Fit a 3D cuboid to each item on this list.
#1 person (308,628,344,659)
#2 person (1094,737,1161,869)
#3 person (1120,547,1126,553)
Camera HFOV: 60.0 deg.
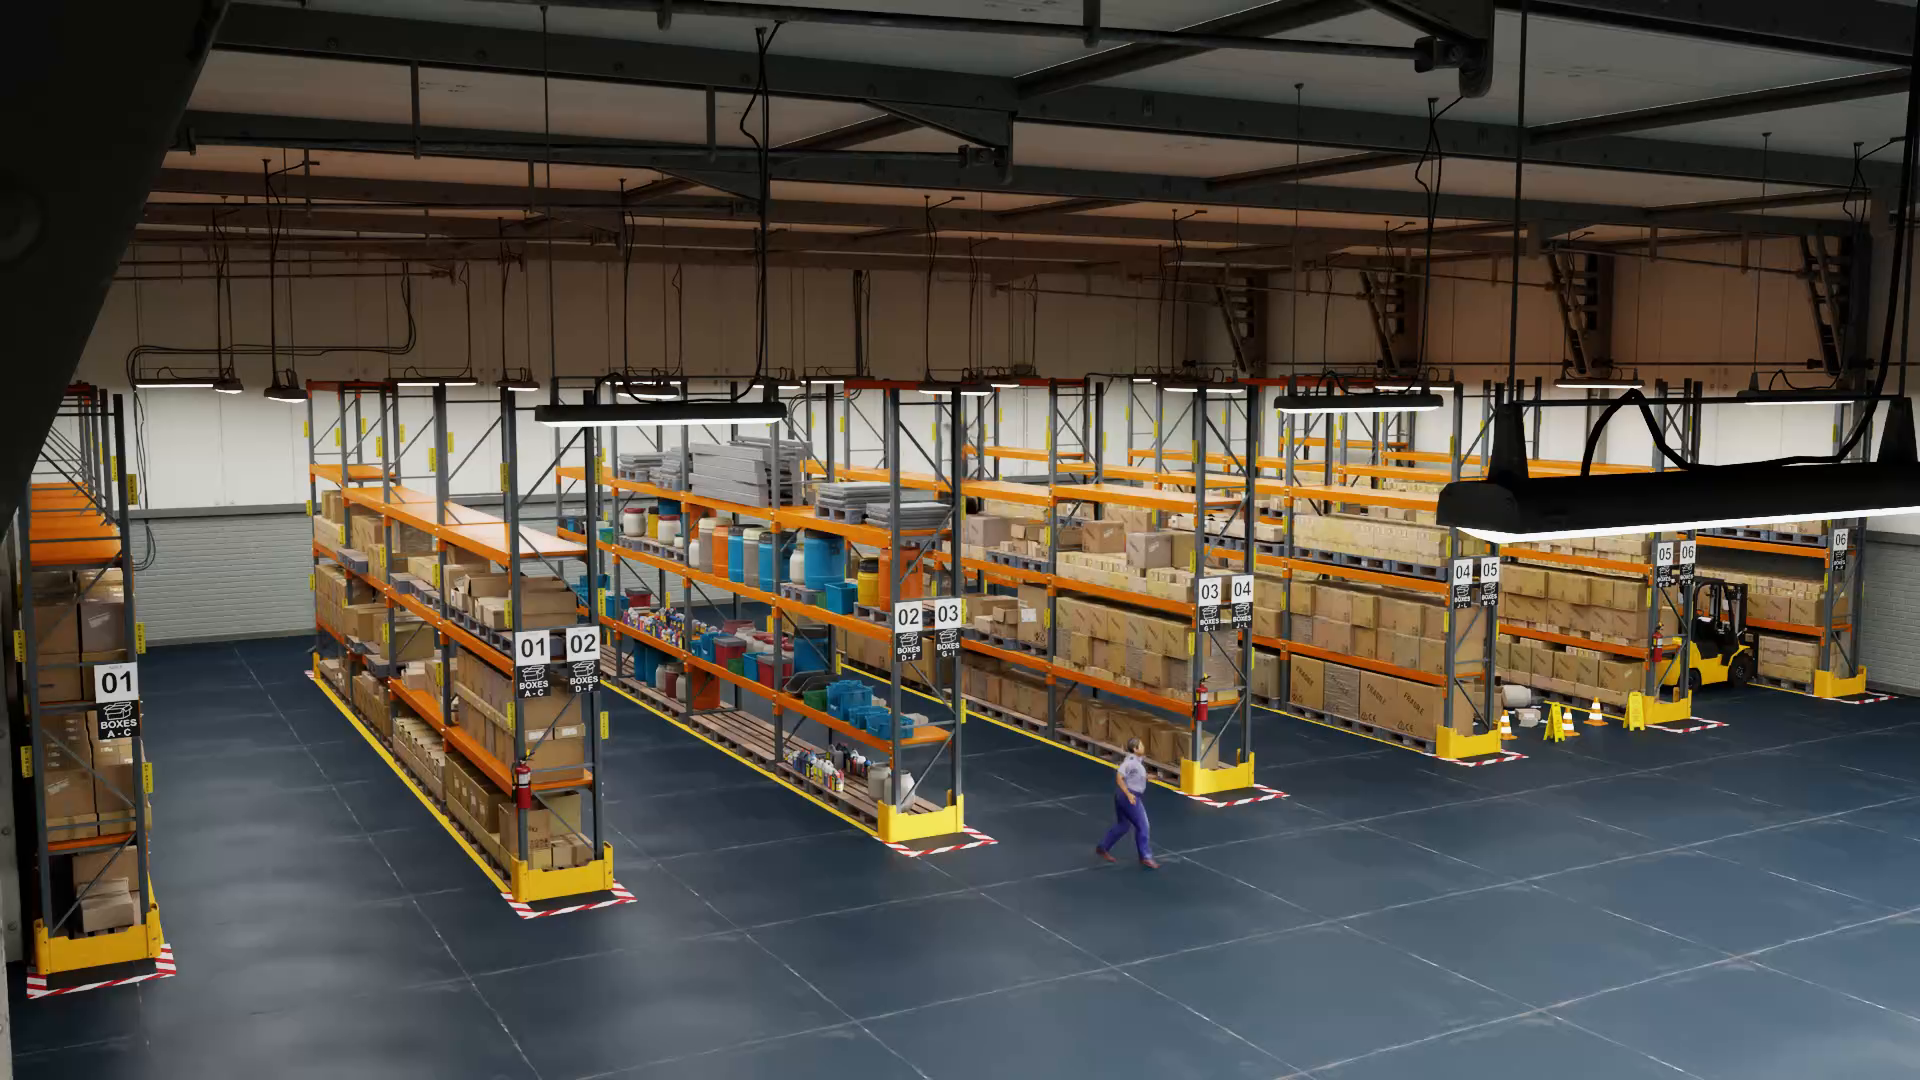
[{"bbox_3d":[-13.377,1.790,35.200,0.818,1.683,0.596,-1,6,-9],"label":"person"},{"bbox_3d":[2.112,3.297,20.865,0.839,1.672,0.610,0,6,-1],"label":"person"},{"bbox_3d":[4.229,0.761,44.614,0.598,1.685,0.664,-5,8,-38],"label":"person"}]
